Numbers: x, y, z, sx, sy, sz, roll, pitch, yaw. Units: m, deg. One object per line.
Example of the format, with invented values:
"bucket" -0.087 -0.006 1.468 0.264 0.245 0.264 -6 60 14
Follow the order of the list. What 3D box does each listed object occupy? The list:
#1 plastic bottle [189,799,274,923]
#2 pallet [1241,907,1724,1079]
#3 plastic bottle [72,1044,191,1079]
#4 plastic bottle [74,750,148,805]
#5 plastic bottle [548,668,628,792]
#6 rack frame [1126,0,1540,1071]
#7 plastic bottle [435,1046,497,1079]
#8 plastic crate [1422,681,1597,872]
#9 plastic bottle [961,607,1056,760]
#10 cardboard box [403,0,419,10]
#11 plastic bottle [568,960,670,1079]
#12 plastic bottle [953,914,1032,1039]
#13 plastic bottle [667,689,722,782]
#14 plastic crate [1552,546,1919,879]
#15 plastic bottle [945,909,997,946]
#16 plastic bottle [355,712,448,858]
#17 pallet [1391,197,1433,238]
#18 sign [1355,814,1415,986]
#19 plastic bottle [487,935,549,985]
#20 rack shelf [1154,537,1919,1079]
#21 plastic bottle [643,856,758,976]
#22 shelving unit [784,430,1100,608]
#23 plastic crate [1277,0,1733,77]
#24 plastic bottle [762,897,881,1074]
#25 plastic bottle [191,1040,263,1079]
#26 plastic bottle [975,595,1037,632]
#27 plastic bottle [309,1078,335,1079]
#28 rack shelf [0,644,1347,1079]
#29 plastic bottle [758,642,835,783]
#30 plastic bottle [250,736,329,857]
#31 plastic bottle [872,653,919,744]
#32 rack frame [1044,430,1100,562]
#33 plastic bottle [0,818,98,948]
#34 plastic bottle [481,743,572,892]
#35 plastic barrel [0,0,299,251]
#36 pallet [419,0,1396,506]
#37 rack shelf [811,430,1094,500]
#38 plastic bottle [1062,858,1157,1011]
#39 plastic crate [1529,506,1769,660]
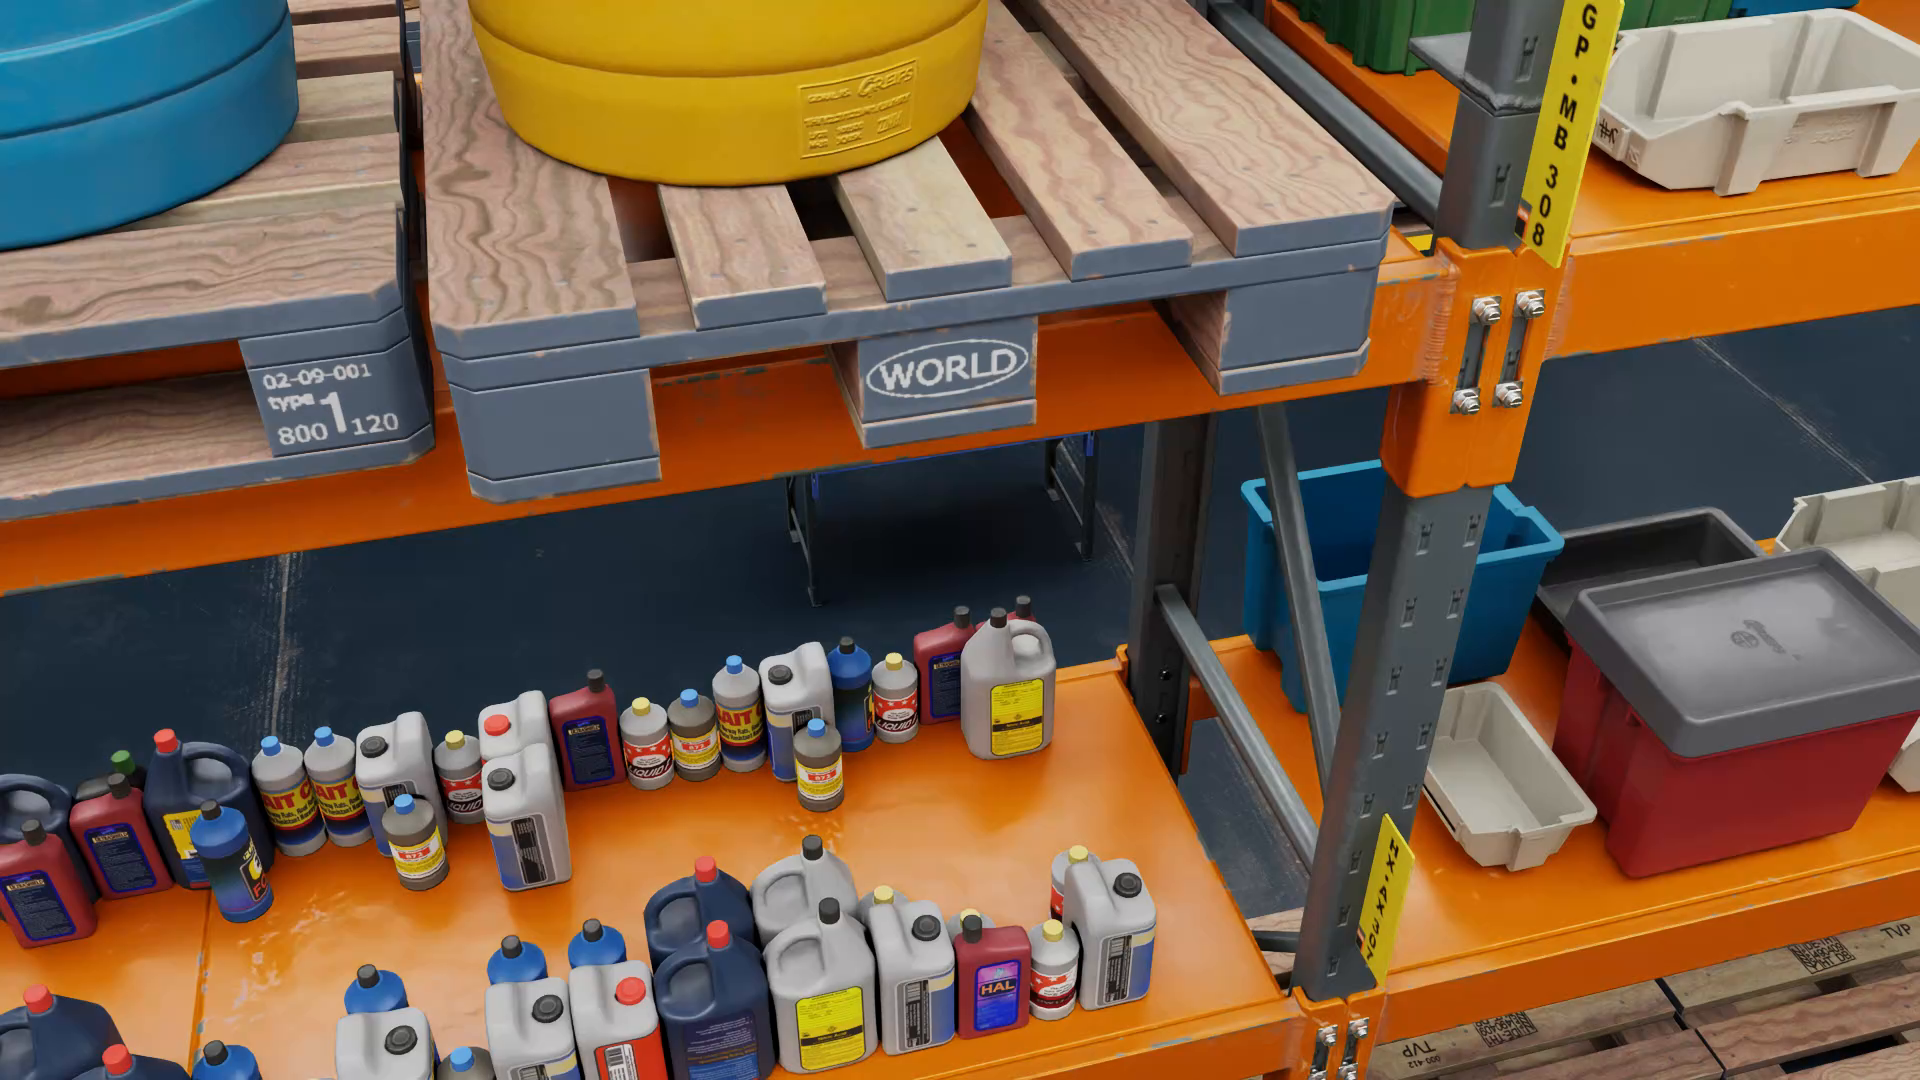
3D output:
"plastic bottle" -1.370 0.591 3.115 0.097 0.271 0.097 0 37 0
"pallet" 1.263 1.357 4.302 1.213 0.211 1.003 -9 38 -12
"plastic bottle" -1.302 0.920 2.618 0.185 0.351 0.144 -9 38 -12
"plastic bottle" -1.608 0.523 3.193 0.133 0.283 0.061 -9 38 -12
"plastic bottle" -0.759 0.384 3.376 0.133 0.283 0.061 -9 38 -12
"rack frame" 0.563 0.389 3.273 0.127 3.000 1.000 -9 38 -12
"plastic bottle" -0.807 0.913 2.751 0.097 0.201 0.097 0 37 0
"plastic crate" 1.050 0.480 3.322 0.243 0.136 0.396 -9 38 -12
"plastic bottle" 0.100 0.280 3.455 0.185 0.351 0.144 -9 38 -12
"cardboard box" -2.414 -2.408 6.501 0.500 0.500 0.700 -19 41 -23
"plastic bottle" -0.572 0.828 2.801 0.135 0.276 0.152 -9 38 -12
"plastic bottle" 0.056 0.751 2.896 0.133 0.283 0.061 -9 38 -12
"plastic bottle" -0.549 0.393 3.431 0.097 0.201 0.097 0 37 0
"plastic crate" 1.491 0.345 3.228 0.583 0.464 0.402 -9 38 -12
"plastic bottle" 0.018 0.740 2.978 0.097 0.201 0.097 0 37 0
"plastic bottle" -1.101 0.471 3.267 0.135 0.276 0.152 -9 38 -12
"pallet" 2.294 -1.904 8.566 1.213 0.211 1.003 -9 38 -12
"sign" 0.705 0.602 2.767 0.005 0.325 0.100 -9 38 -12
"plastic bottle" -0.753 0.781 2.866 0.097 0.271 0.097 0 37 0
"rack shelf" 2.494 0.358 3.906 4.000 0.370 1.077 -9 38 -12
"plastic bottle" -0.455 0.691 2.919 0.185 0.351 0.144 -9 38 -12
"shelving unit" -0.082 -0.582 5.777 1.048 1.500 0.538 -9 38 -12
"plastic crate" 0.894 -0.963 2.745 0.662 0.188 0.450 -9 38 -12
"plastic bottle" -0.239 0.746 2.847 0.185 0.351 0.144 -9 38 -12
"plastic bottle" -1.176 0.908 2.701 0.097 0.271 0.097 0 37 0
"plastic bottle" 0.098 0.243 3.559 0.133 0.283 0.061 -9 38 -12
"plastic bottle" -1.031 0.950 2.703 0.097 0.201 0.097 0 37 0
"rack shelf" -1.367 0.991 3.077 4.000 0.370 1.077 -9 38 -12
"plastic bottle" -0.336 0.346 3.431 0.135 0.276 0.152 -9 38 -12
"plastic bottle" -1.314 0.491 3.245 0.097 0.271 0.097 0 37 0
"plastic bottle" -0.137 0.326 3.519 0.097 0.201 0.097 0 37 0
"rack frame" 0.408 -0.663 5.882 0.032 1.500 0.500 -9 38 -12
"plastic bottle" -1.700 0.629 3.055 0.133 0.283 0.061 -9 38 -12
"plastic bottle" -0.837 0.524 3.198 0.135 0.276 0.152 -9 38 -12
"plastic barrel" -1.044 -0.808 1.611 0.708 0.901 0.600 -9 38 -12
"pallet" -0.168 -0.546 2.182 1.003 0.211 1.213 -9 38 -12
"rack shelf" -0.082 -0.439 5.886 1.000 0.185 0.538 -9 38 -12
"plastic bottle" 0.267 0.690 2.981 0.135 0.276 0.152 -9 38 -12
"plastic crate" 1.574 0.139 3.776 0.590 0.125 0.437 -9 38 -12
